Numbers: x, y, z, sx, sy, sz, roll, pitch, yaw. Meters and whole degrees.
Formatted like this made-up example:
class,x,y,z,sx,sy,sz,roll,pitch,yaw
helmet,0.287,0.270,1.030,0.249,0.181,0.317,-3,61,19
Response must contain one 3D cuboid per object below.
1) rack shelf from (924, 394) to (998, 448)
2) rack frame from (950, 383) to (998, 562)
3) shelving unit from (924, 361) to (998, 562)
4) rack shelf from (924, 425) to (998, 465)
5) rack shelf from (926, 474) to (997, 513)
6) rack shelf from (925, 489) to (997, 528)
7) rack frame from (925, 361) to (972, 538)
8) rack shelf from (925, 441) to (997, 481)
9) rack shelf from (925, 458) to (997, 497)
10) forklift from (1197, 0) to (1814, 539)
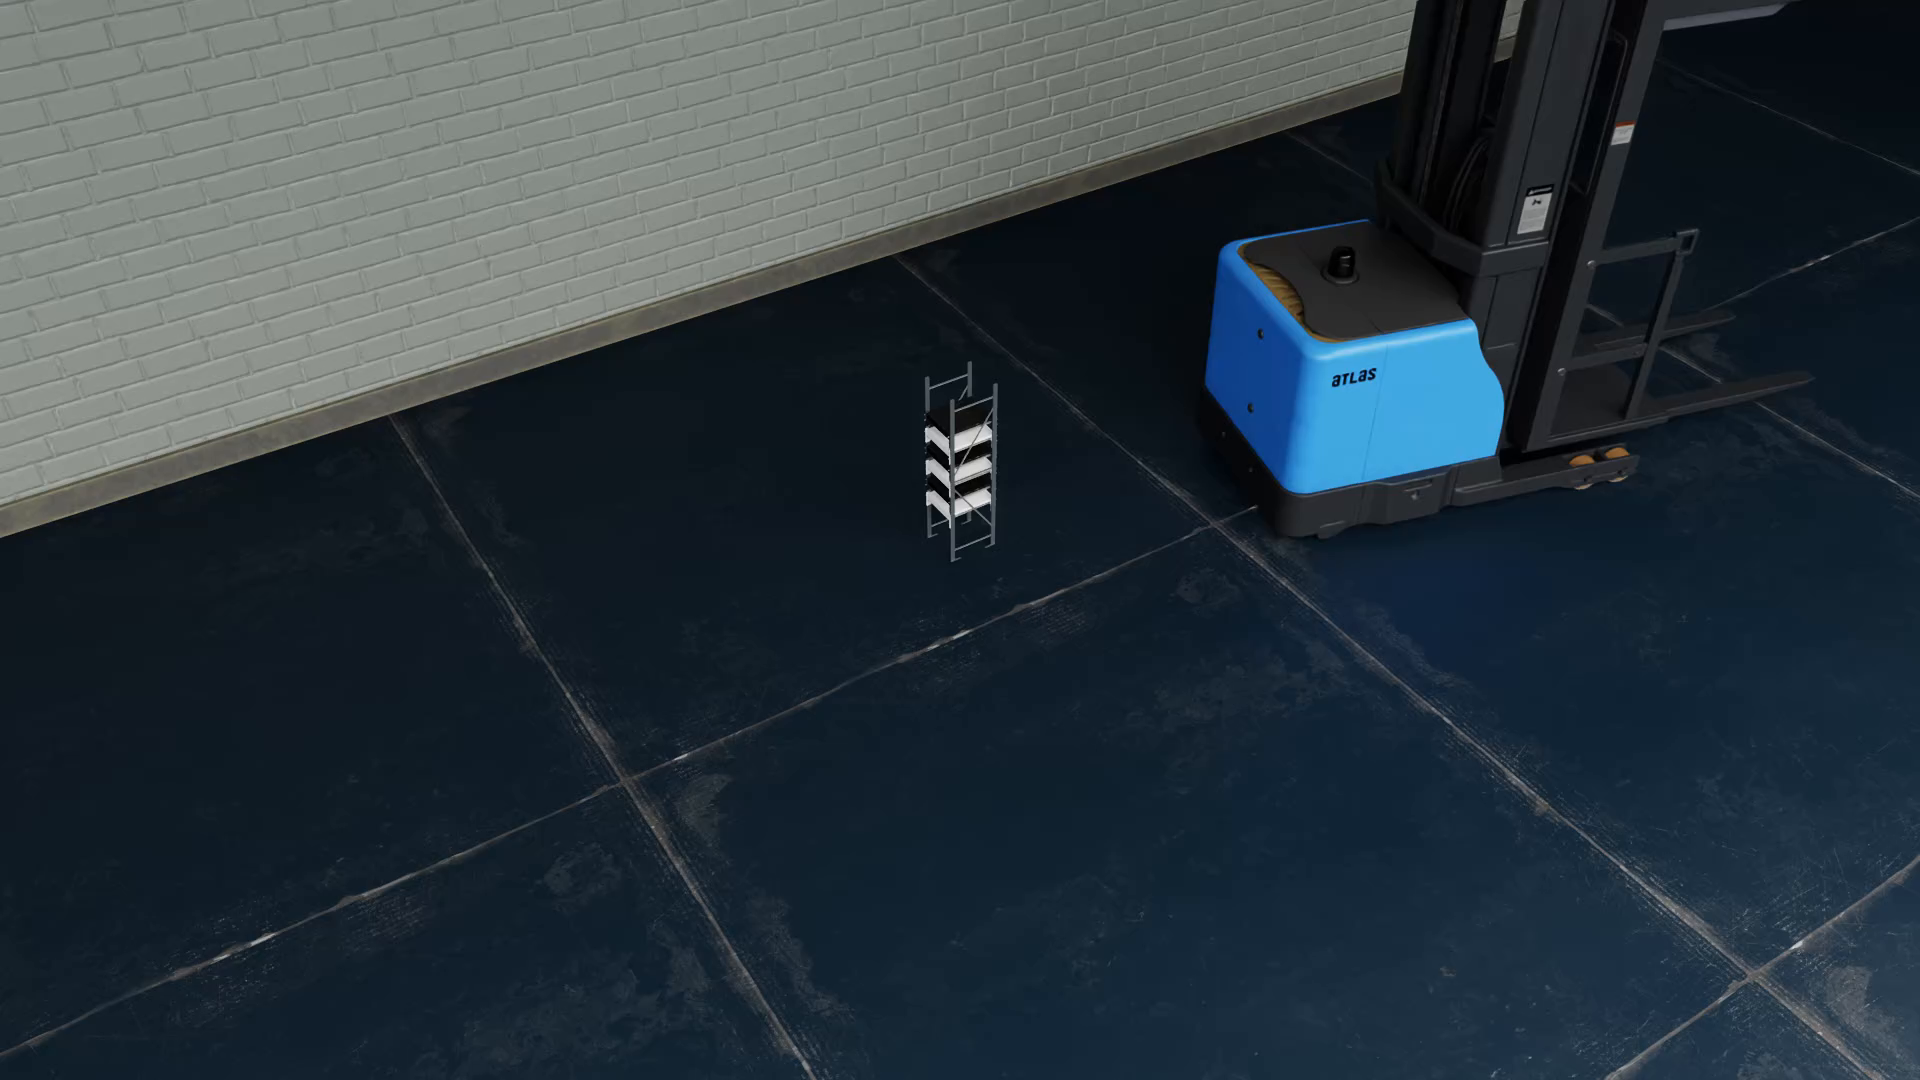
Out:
class,x,y,z,sx,sy,sz,roll,pitch,yaw
rack shelf,0.004,-0.523,7.305,0.258,0.077,0.200,-22,45,-24
rack frame,0.059,-0.286,7.391,0.240,0.900,0.006,-22,45,-24
shelving unit,0.004,-0.341,7.457,0.258,0.900,0.210,-22,45,-24
rack shelf,0.004,-0.454,7.363,0.258,0.077,0.200,-22,45,-24
rack shelf,0.004,-0.247,7.536,0.258,0.077,0.200,-22,45,-24
rack shelf,0.004,-0.177,7.593,0.258,0.077,0.200,-22,45,-24
rack frame,-0.050,-0.396,7.523,0.240,0.900,0.006,-22,45,-24
rack shelf,0.004,-0.385,7.420,0.258,0.077,0.200,-22,45,-24
rack shelf,0.004,-0.316,7.478,0.258,0.077,0.200,-22,45,-24
forklift,2.765,-1.681,7.477,3.031,2.935,1.130,-12,41,-14
